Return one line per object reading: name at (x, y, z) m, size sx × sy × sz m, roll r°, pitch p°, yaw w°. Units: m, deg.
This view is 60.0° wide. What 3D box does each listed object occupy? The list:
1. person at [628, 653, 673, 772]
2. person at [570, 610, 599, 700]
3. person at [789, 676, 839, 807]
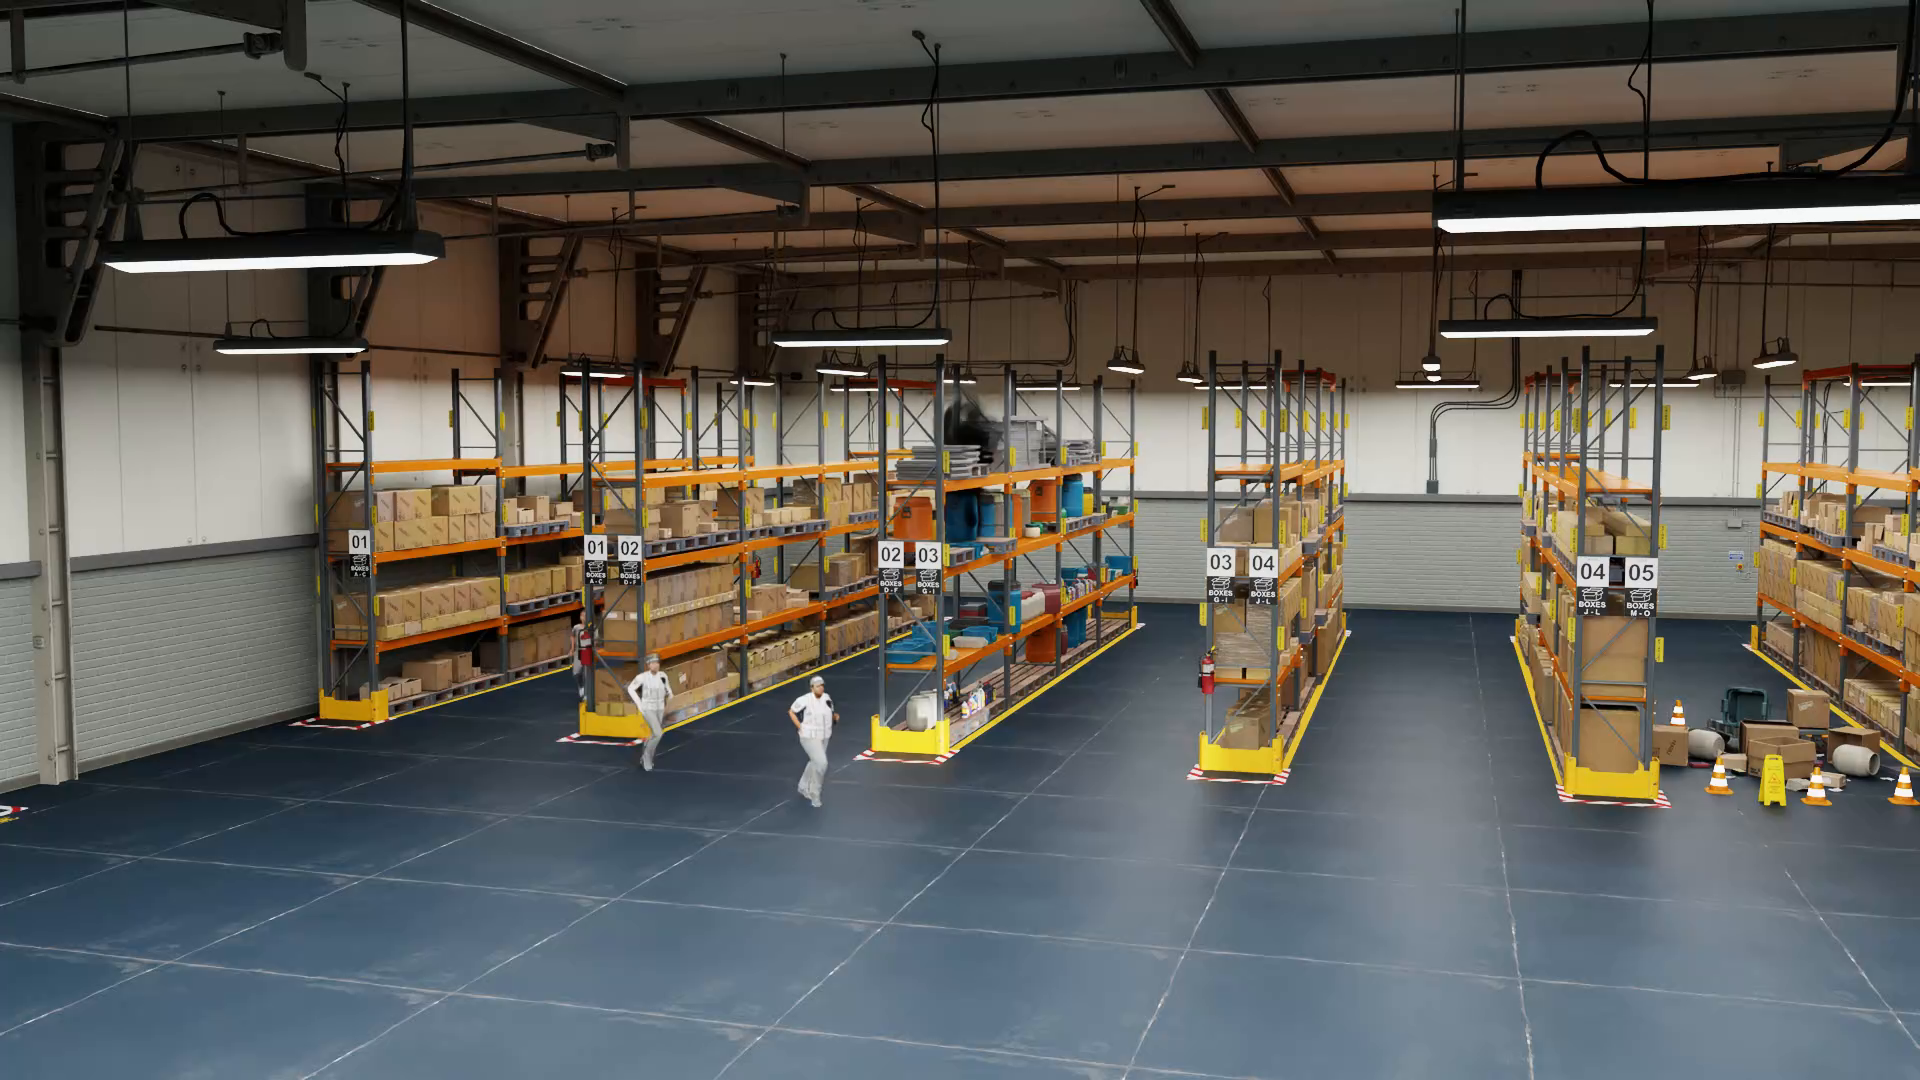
person at (-4.375, 2.470, 23.856) m, size 0.583 × 1.709 × 0.663 m, roll -4°, pitch 6°, yaw -44°
person at (-6.722, 2.060, 29.684) m, size 0.550 × 1.629 × 0.565 m, roll 0°, pitch 4°, yaw 1°
person at (-1.879, 2.637, 21.830) m, size 0.729 × 1.729 × 0.572 m, roll 4°, pitch 6°, yaw 43°
